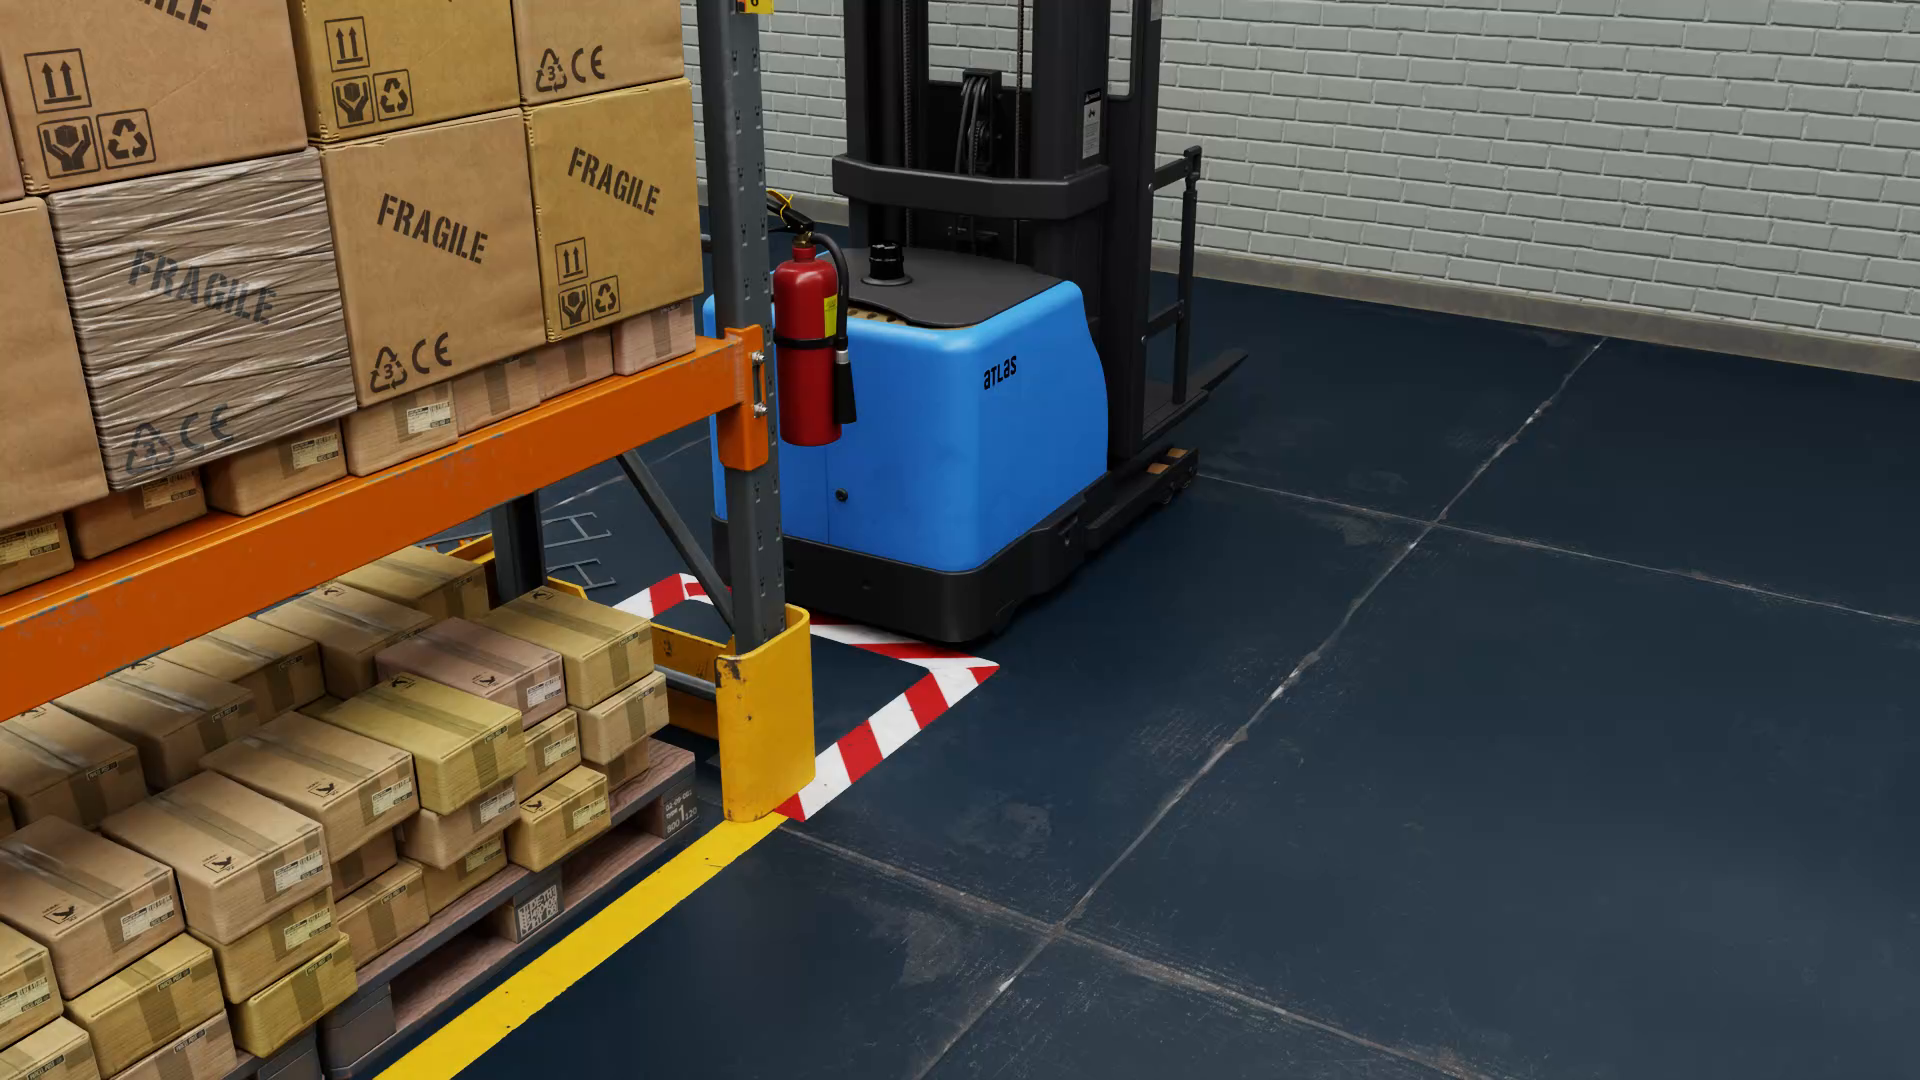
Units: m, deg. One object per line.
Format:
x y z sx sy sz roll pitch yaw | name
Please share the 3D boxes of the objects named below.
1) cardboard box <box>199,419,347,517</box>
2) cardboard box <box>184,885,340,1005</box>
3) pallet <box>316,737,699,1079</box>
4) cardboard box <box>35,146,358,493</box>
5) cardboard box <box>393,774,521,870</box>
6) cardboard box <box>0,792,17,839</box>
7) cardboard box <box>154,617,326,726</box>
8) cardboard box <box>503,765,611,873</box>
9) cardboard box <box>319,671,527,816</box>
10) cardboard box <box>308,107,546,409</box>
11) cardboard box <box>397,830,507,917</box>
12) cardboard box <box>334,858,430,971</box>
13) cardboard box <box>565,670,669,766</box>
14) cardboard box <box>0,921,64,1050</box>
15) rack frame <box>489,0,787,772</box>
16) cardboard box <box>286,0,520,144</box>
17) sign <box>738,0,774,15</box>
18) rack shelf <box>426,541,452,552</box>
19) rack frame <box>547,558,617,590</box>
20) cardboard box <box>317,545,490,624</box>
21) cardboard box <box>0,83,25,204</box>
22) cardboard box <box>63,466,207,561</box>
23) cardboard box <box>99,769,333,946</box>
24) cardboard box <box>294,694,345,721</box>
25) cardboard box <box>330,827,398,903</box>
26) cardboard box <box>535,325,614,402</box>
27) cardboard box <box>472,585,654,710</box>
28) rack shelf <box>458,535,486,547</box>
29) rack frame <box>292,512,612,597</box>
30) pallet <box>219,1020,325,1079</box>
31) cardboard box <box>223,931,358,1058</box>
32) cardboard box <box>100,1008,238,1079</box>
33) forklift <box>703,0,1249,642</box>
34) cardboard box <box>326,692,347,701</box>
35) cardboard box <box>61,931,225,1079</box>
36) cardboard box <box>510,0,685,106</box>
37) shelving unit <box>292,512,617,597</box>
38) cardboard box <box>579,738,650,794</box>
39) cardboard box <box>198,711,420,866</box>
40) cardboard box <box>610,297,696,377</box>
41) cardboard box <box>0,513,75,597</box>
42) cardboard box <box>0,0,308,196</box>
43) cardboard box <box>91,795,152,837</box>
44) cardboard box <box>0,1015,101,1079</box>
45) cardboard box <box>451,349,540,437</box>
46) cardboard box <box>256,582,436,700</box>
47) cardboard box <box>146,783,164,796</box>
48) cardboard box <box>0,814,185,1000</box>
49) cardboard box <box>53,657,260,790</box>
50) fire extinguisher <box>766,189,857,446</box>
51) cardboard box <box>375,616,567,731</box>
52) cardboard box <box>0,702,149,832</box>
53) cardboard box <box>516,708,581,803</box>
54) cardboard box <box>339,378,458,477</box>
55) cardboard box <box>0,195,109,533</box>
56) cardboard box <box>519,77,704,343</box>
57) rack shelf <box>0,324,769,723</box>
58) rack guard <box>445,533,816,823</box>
-1.424 -0.187 3.223 0.380 0.149 0.250 13 26 27 | cardboard box
-1.502 0.761 3.402 0.380 0.149 0.250 14 27 30 | cardboard box
-1.430 0.763 4.222 1.003 0.211 1.213 14 27 29 | pallet
-1.485 -0.440 2.991 0.500 0.500 0.500 14 27 29 | cardboard box
-1.240 0.584 3.812 0.380 0.149 0.250 13 26 27 | cardboard box
-2.173 0.587 3.429 0.380 0.149 0.250 14 27 30 | cardboard box
-1.781 0.315 4.057 0.380 0.149 0.250 14 27 29 | cardboard box
-1.081 0.636 4.066 0.380 0.149 0.250 15 27 31 | cardboard box
-1.205 0.452 3.741 0.380 0.149 0.250 13 27 28 | cardboard box
-1.226 -0.613 3.391 0.500 0.500 0.500 13 27 28 | cardboard box
-1.294 0.707 3.901 0.380 0.149 0.250 14 27 29 | cardboard box
-1.413 0.793 3.703 0.380 0.149 0.250 14 27 29 | cardboard box
-0.967 0.408 4.218 0.380 0.149 0.250 13 27 28 | cardboard box
-1.837 0.788 2.964 0.380 0.149 0.250 14 27 29 | cardboard box
-0.931 -0.809 4.344 1.000 3.000 0.127 14 27 29 | rack frame
-1.228 -1.073 3.194 0.500 0.500 0.500 13 27 27 | cardboard box
-0.470 -1.363 3.767 0.100 0.325 0.005 14 27 29 | sign
-1.762 0.130 5.706 0.103 0.180 0.258 -12 26 -25 | rack shelf
-1.802 0.222 5.723 1.200 0.006 0.240 -12 26 -25 | rack frame
-1.496 0.139 4.464 0.380 0.149 0.250 13 26 27 | cardboard box
-1.771 -0.716 2.370 0.500 0.500 0.500 13 27 27 | cardboard box
-1.617 -0.108 3.041 0.380 0.149 0.250 13 26 27 | cardboard box
-1.490 0.628 3.334 0.380 0.149 0.250 15 28 31 | cardboard box
-1.672 0.475 4.063 0.380 0.149 0.250 14 27 30 | cardboard box
-1.469 0.653 3.652 0.380 0.149 0.250 14 27 28 | cardboard box
-1.026 -0.449 3.827 0.380 0.149 0.250 14 27 29 | cardboard box
-0.995 0.265 4.173 0.380 0.149 0.250 14 27 30 | cardboard box
-1.656 0.108 5.758 0.103 0.180 0.258 -12 26 -25 | rack shelf
-1.802 0.054 5.651 1.200 0.006 0.240 -12 26 -25 | rack frame
-2.074 1.173 3.275 1.003 0.211 1.213 14 27 29 | pallet
-1.494 0.892 3.473 0.380 0.149 0.250 13 26 27 | cardboard box
-1.655 0.980 3.270 0.380 0.149 0.250 14 27 30 | cardboard box
0.309 -1.563 6.172 1.130 2.935 3.031 13 26 27 | forklift
-1.618 0.373 4.297 0.380 0.149 0.250 14 27 29 | cardboard box
-1.653 0.844 3.211 0.380 0.149 0.250 15 28 32 | cardboard box
-0.961 -1.244 3.589 0.500 0.500 0.500 13 27 28 | cardboard box
-1.802 0.138 5.687 1.200 0.189 0.258 -12 26 -25 | shelving unit
-1.032 0.528 4.315 0.380 0.149 0.250 14 27 30 | cardboard box
-1.395 0.526 3.570 0.380 0.149 0.250 13 26 27 | cardboard box
-0.863 -0.525 4.003 0.380 0.149 0.250 14 27 29 | cardboard box
-1.743 -0.015 2.826 0.380 0.149 0.250 14 27 30 | cardboard box
-1.495 -0.896 2.784 0.500 0.500 0.500 15 28 32 | cardboard box
-1.959 0.648 3.663 0.380 0.149 0.250 12 26 26 | cardboard box
-1.775 0.942 2.983 0.380 0.149 0.250 14 27 29 | cardboard box
-1.145 -0.361 3.624 0.380 0.149 0.250 14 27 28 | cardboard box
-1.539 0.257 4.191 0.380 0.149 0.250 14 27 30 | cardboard box
-1.899 0.538 3.916 0.380 0.149 0.250 15 27 31 | cardboard box
-1.723 0.694 3.182 0.380 0.149 0.250 13 27 27 | cardboard box
-1.842 0.416 3.823 0.380 0.149 0.250 12 26 26 | cardboard box
-0.406 -0.591 4.406 0.296 0.674 0.183 14 27 29 | fire extinguisher
-1.176 0.338 4.005 0.380 0.149 0.250 14 27 30 | cardboard box
-1.996 0.508 3.612 0.380 0.149 0.250 15 28 31 | cardboard box
-1.151 0.485 4.040 0.380 0.149 0.250 13 27 28 | cardboard box
-1.260 -0.270 3.414 0.380 0.149 0.250 15 27 30 | cardboard box
-1.757 -0.274 2.607 0.500 0.500 0.500 15 28 32 | cardboard box
-0.949 -0.786 3.790 0.500 0.500 0.500 14 27 30 | cardboard box
-1.986 0.196 2.927 1.077 0.370 4.000 14 27 29 | rack shelf
-0.971 0.364 4.781 1.175 0.500 0.348 14 27 29 | rack guard
